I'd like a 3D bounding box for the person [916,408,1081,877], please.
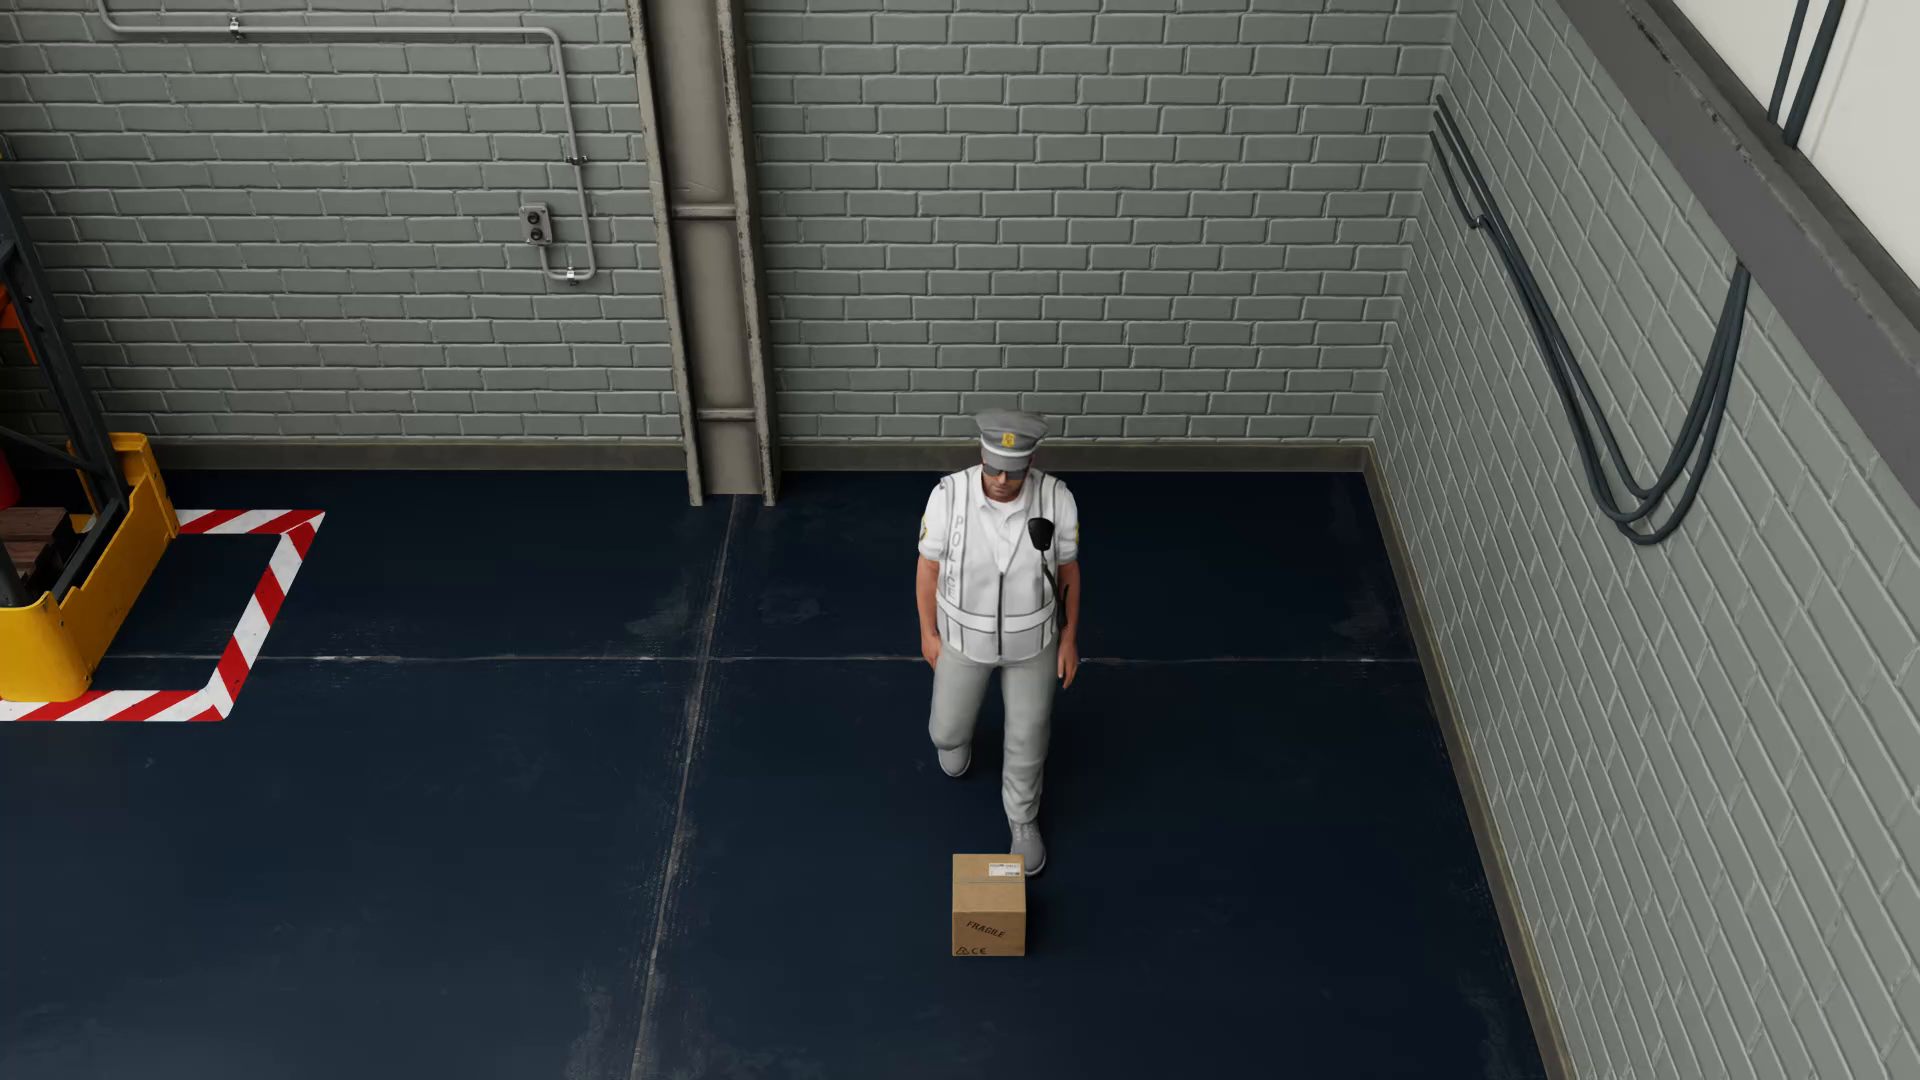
[{"bbox_3d":[0.131,0.323,5.734,0.559,1.752,0.718,-1,39,-1],"label":"person"}]
